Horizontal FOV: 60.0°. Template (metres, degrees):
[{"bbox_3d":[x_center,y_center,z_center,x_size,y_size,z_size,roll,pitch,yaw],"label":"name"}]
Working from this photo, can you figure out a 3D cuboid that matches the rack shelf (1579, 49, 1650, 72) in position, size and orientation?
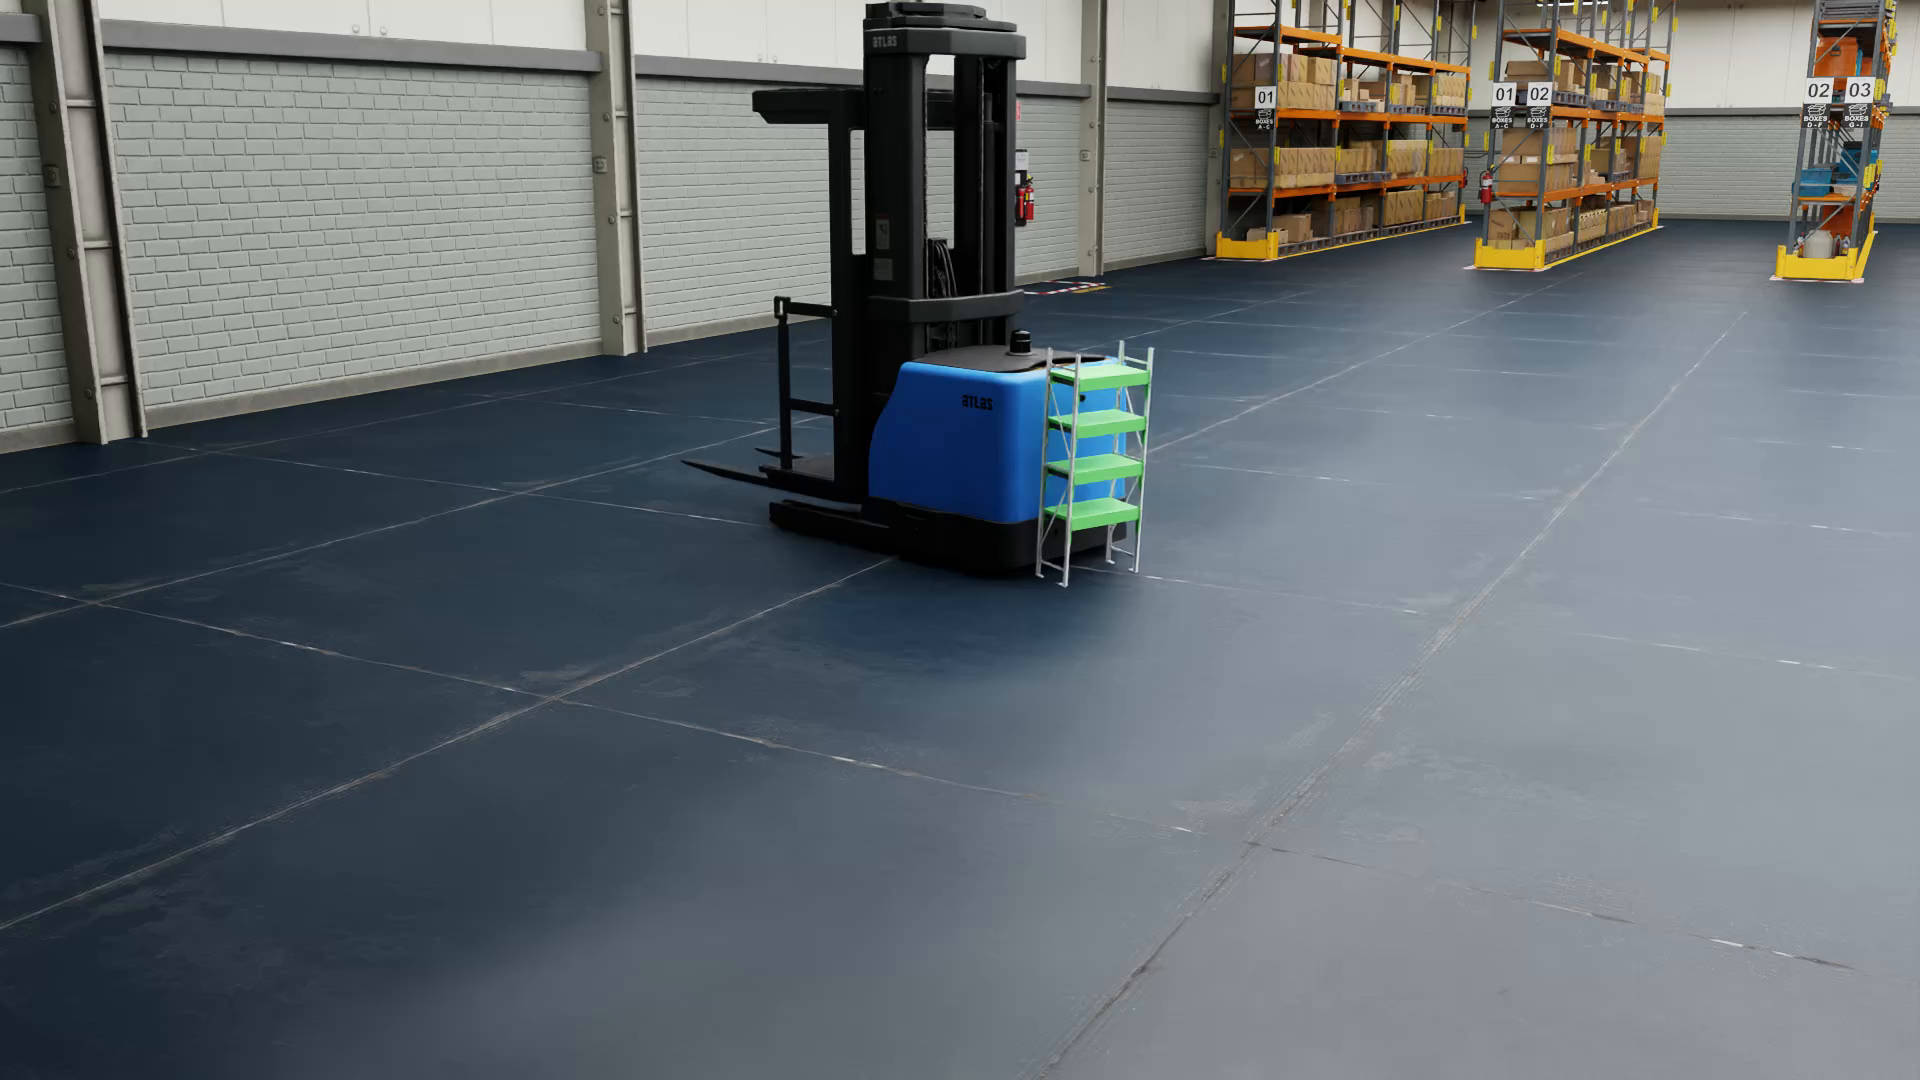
[{"bbox_3d":[14.690,-10.782,37.443,1.077,0.370,4.000,7,15,28],"label":"rack shelf"}]

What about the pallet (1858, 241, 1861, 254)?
[{"bbox_3d":[17.649,-5.927,33.668,1.003,0.211,1.213,7,15,28],"label":"pallet"}]

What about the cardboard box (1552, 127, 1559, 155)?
[{"bbox_3d":[10.610,-7.354,30.657,0.700,0.500,0.500,7,15,28],"label":"cardboard box"}]

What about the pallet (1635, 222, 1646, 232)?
[{"bbox_3d":[16.578,-7.856,41.670,1.003,0.211,1.213,7,15,28],"label":"pallet"}]

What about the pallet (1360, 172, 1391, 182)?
[{"bbox_3d":[9.133,-8.308,38.004,1.213,0.211,1.003,7,15,28],"label":"pallet"}]

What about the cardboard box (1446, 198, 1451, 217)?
[{"bbox_3d":[12.759,-8.932,44.621,0.700,0.500,0.500,7,15,28],"label":"cardboard box"}]

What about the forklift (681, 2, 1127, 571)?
[{"bbox_3d":[-0.480,-1.532,9.635,3.031,2.935,1.130,13,18,42],"label":"forklift"}]

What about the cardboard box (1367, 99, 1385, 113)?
[{"bbox_3d":[9.273,-9.806,37.555,0.500,0.311,0.500,7,15,28],"label":"cardboard box"}]

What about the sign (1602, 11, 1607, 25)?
[{"bbox_3d":[15.190,-12.294,39.166,0.100,0.325,0.005,7,15,28],"label":"sign"}]

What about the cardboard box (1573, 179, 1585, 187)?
[{"bbox_3d":[12.396,-7.215,33.597,0.380,0.149,0.250,7,15,28],"label":"cardboard box"}]

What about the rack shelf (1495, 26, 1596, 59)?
[{"bbox_3d":[10.822,-9.140,30.635,1.077,0.370,4.000,7,15,28],"label":"rack shelf"}]

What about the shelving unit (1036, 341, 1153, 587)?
[{"bbox_3d":[0.691,-0.397,8.589,0.503,1.200,0.258,-10,20,-36],"label":"shelving unit"}]

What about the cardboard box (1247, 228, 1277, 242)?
[{"bbox_3d":[5.930,-5.957,32.640,0.500,0.311,0.500,6,15,22],"label":"cardboard box"}]

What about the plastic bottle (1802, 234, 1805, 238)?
[{"bbox_3d":[15.279,-5.385,30.185,0.144,0.351,0.185,7,15,26],"label":"plastic bottle"}]

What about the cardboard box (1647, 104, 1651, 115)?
[{"bbox_3d":[16.353,-10.379,40.104,0.500,0.250,0.500,7,15,28],"label":"cardboard box"}]

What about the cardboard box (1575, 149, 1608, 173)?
[{"bbox_3d":[13.929,-8.394,36.841,0.700,0.500,0.500,2,14,9],"label":"cardboard box"}]

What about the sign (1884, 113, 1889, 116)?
[{"bbox_3d":[22.414,-10.427,40.206,0.100,0.325,0.005,7,15,28],"label":"sign"}]

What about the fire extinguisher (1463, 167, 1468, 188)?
[{"bbox_3d":[13.729,-9.961,45.410,0.296,0.674,0.183,7,15,28],"label":"fire extinguisher"}]

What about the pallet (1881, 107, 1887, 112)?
[{"bbox_3d":[19.152,-9.219,35.377,1.003,0.211,1.213,7,15,28],"label":"pallet"}]

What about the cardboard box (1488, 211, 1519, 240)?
[{"bbox_3d":[9.854,-5.734,30.287,0.500,0.500,0.500,7,15,28],"label":"cardboard box"}]

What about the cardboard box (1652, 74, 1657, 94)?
[{"bbox_3d":[16.892,-11.318,41.334,0.700,0.500,0.500,7,15,28],"label":"cardboard box"}]

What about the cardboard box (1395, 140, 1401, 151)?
[{"bbox_3d":[10.089,-9.301,39.224,0.500,0.250,0.500,7,15,27],"label":"cardboard box"}]

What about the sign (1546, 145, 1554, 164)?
[{"bbox_3d":[10.338,-6.753,29.129,0.100,0.325,0.005,7,15,28],"label":"sign"}]

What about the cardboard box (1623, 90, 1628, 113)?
[{"bbox_3d":[14.402,-9.811,37.214,0.910,0.500,0.500,7,15,28],"label":"cardboard box"}]

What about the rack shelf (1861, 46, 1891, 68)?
[{"bbox_3d":[19.024,-10.220,35.112,1.077,0.370,4.000,7,15,28],"label":"rack shelf"}]

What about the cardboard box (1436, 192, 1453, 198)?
[{"bbox_3d":[12.976,-9.251,44.558,0.380,0.149,0.250,8,16,30],"label":"cardboard box"}]

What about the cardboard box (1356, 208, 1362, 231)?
[{"bbox_3d":[8.731,-7.312,37.859,0.700,0.500,0.500,7,15,28],"label":"cardboard box"}]

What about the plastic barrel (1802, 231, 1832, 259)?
[{"bbox_3d":[14.441,-4.934,28.013,0.421,0.512,0.421,0,14,0],"label":"plastic barrel"}]

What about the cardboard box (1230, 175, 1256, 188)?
[{"bbox_3d":[5.573,-6.973,32.334,0.500,0.250,0.500,8,16,29],"label":"cardboard box"}]

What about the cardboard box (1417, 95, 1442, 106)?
[{"bbox_3d":[11.883,-11.130,42.111,0.500,0.250,0.500,7,15,28],"label":"cardboard box"}]

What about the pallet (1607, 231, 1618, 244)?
[{"bbox_3d":[14.117,-6.792,37.258,1.003,0.211,1.213,7,15,28],"label":"pallet"}]

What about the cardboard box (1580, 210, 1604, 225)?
[{"bbox_3d":[13.440,-6.896,35.514,0.500,0.311,0.500,7,15,27],"label":"cardboard box"}]

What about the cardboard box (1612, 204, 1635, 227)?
[{"bbox_3d":[15.669,-7.685,39.404,0.500,0.500,0.500,7,15,28],"label":"cardboard box"}]

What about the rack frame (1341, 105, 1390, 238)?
[{"bbox_3d":[9.385,-8.560,38.638,1.000,3.000,0.127,7,15,28],"label":"rack frame"}]

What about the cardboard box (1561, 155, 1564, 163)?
[{"bbox_3d":[11.104,-7.147,31.182,0.380,0.149,0.250,8,16,30],"label":"cardboard box"}]

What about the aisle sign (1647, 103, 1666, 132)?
[{"bbox_3d":[17.891,-10.884,42.731,0.394,0.787,0.004,7,15,28],"label":"aisle sign"}]

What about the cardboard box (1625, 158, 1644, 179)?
[{"bbox_3d":[16.141,-8.942,40.011,0.500,0.500,0.500,8,16,30],"label":"cardboard box"}]

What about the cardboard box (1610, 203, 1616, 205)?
[{"bbox_3d":[15.684,-7.968,40.577,0.500,0.500,0.500,7,15,28],"label":"cardboard box"}]

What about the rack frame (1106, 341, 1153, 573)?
[{"bbox_3d":[0.886,-0.432,8.731,0.015,1.200,0.240,-10,20,-36],"label":"rack frame"}]

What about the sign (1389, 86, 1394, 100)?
[{"bbox_3d":[9.859,-10.207,37.969,0.100,0.325,0.005,7,15,28],"label":"sign"}]

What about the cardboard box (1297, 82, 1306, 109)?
[{"bbox_3d":[6.436,-8.688,32.516,0.500,0.500,0.500,8,16,31],"label":"cardboard box"}]

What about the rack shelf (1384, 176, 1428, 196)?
[{"bbox_3d":[10.351,-8.620,40.424,1.077,0.370,4.000,7,15,28],"label":"rack shelf"}]

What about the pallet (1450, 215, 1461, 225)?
[{"bbox_3d":[12.934,-8.672,45.056,1.003,0.211,1.213,7,15,28],"label":"pallet"}]

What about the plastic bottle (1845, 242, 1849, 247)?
[{"bbox_3d":[15.505,-5.090,29.131,0.097,0.271,0.097,0,14,0],"label":"plastic bottle"}]

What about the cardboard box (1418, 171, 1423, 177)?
[{"bbox_3d":[11.301,-9.112,41.423,0.380,0.149,0.250,8,16,29],"label":"cardboard box"}]

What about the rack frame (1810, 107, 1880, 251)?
[{"bbox_3d":[18.057,-7.437,33.982,1.000,3.000,0.127,7,15,28],"label":"rack frame"}]

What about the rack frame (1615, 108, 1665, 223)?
[{"bbox_3d":[17.590,-9.640,43.121,1.000,3.000,0.127,7,15,28],"label":"rack frame"}]

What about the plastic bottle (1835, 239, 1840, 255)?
[{"bbox_3d":[15.640,-5.218,29.636,0.061,0.283,0.133,7,15,28],"label":"plastic bottle"}]

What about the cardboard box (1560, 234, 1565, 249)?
[{"bbox_3d":[11.277,-5.720,31.832,0.500,0.250,0.500,7,15,28],"label":"cardboard box"}]

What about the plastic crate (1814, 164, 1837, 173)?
[{"bbox_3d":[17.008,-7.171,32.743,0.402,0.464,0.583,7,15,28],"label":"plastic crate"}]

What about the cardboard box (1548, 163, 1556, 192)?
[{"bbox_3d":[10.587,-6.710,30.754,0.700,0.500,0.500,7,15,28],"label":"cardboard box"}]

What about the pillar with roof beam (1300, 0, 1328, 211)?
[{"bbox_3d":[11.767,-10.820,35.212,9.100,9.000,0.400,7,15,28],"label":"pillar with roof beam"}]

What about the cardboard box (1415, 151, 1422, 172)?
[{"bbox_3d":[11.078,-9.354,41.043,0.500,0.500,0.500,8,15,28],"label":"cardboard box"}]

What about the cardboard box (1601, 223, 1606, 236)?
[{"bbox_3d":[13.682,-6.731,36.024,0.500,0.250,0.500,8,16,29],"label":"cardboard box"}]

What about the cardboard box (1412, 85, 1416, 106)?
[{"bbox_3d":[10.797,-10.933,40.930,0.700,0.500,0.500,6,15,25],"label":"cardboard box"}]

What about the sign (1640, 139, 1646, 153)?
[{"bbox_3d":[16.144,-9.321,39.324,0.100,0.325,0.005,7,15,28],"label":"sign"}]

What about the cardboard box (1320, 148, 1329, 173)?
[{"bbox_3d":[7.257,-7.805,34.186,0.500,0.500,0.500,7,15,28],"label":"cardboard box"}]

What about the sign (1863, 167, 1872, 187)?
[{"bbox_3d":[14.669,-5.867,26.880,0.100,0.325,0.005,7,15,28],"label":"sign"}]
